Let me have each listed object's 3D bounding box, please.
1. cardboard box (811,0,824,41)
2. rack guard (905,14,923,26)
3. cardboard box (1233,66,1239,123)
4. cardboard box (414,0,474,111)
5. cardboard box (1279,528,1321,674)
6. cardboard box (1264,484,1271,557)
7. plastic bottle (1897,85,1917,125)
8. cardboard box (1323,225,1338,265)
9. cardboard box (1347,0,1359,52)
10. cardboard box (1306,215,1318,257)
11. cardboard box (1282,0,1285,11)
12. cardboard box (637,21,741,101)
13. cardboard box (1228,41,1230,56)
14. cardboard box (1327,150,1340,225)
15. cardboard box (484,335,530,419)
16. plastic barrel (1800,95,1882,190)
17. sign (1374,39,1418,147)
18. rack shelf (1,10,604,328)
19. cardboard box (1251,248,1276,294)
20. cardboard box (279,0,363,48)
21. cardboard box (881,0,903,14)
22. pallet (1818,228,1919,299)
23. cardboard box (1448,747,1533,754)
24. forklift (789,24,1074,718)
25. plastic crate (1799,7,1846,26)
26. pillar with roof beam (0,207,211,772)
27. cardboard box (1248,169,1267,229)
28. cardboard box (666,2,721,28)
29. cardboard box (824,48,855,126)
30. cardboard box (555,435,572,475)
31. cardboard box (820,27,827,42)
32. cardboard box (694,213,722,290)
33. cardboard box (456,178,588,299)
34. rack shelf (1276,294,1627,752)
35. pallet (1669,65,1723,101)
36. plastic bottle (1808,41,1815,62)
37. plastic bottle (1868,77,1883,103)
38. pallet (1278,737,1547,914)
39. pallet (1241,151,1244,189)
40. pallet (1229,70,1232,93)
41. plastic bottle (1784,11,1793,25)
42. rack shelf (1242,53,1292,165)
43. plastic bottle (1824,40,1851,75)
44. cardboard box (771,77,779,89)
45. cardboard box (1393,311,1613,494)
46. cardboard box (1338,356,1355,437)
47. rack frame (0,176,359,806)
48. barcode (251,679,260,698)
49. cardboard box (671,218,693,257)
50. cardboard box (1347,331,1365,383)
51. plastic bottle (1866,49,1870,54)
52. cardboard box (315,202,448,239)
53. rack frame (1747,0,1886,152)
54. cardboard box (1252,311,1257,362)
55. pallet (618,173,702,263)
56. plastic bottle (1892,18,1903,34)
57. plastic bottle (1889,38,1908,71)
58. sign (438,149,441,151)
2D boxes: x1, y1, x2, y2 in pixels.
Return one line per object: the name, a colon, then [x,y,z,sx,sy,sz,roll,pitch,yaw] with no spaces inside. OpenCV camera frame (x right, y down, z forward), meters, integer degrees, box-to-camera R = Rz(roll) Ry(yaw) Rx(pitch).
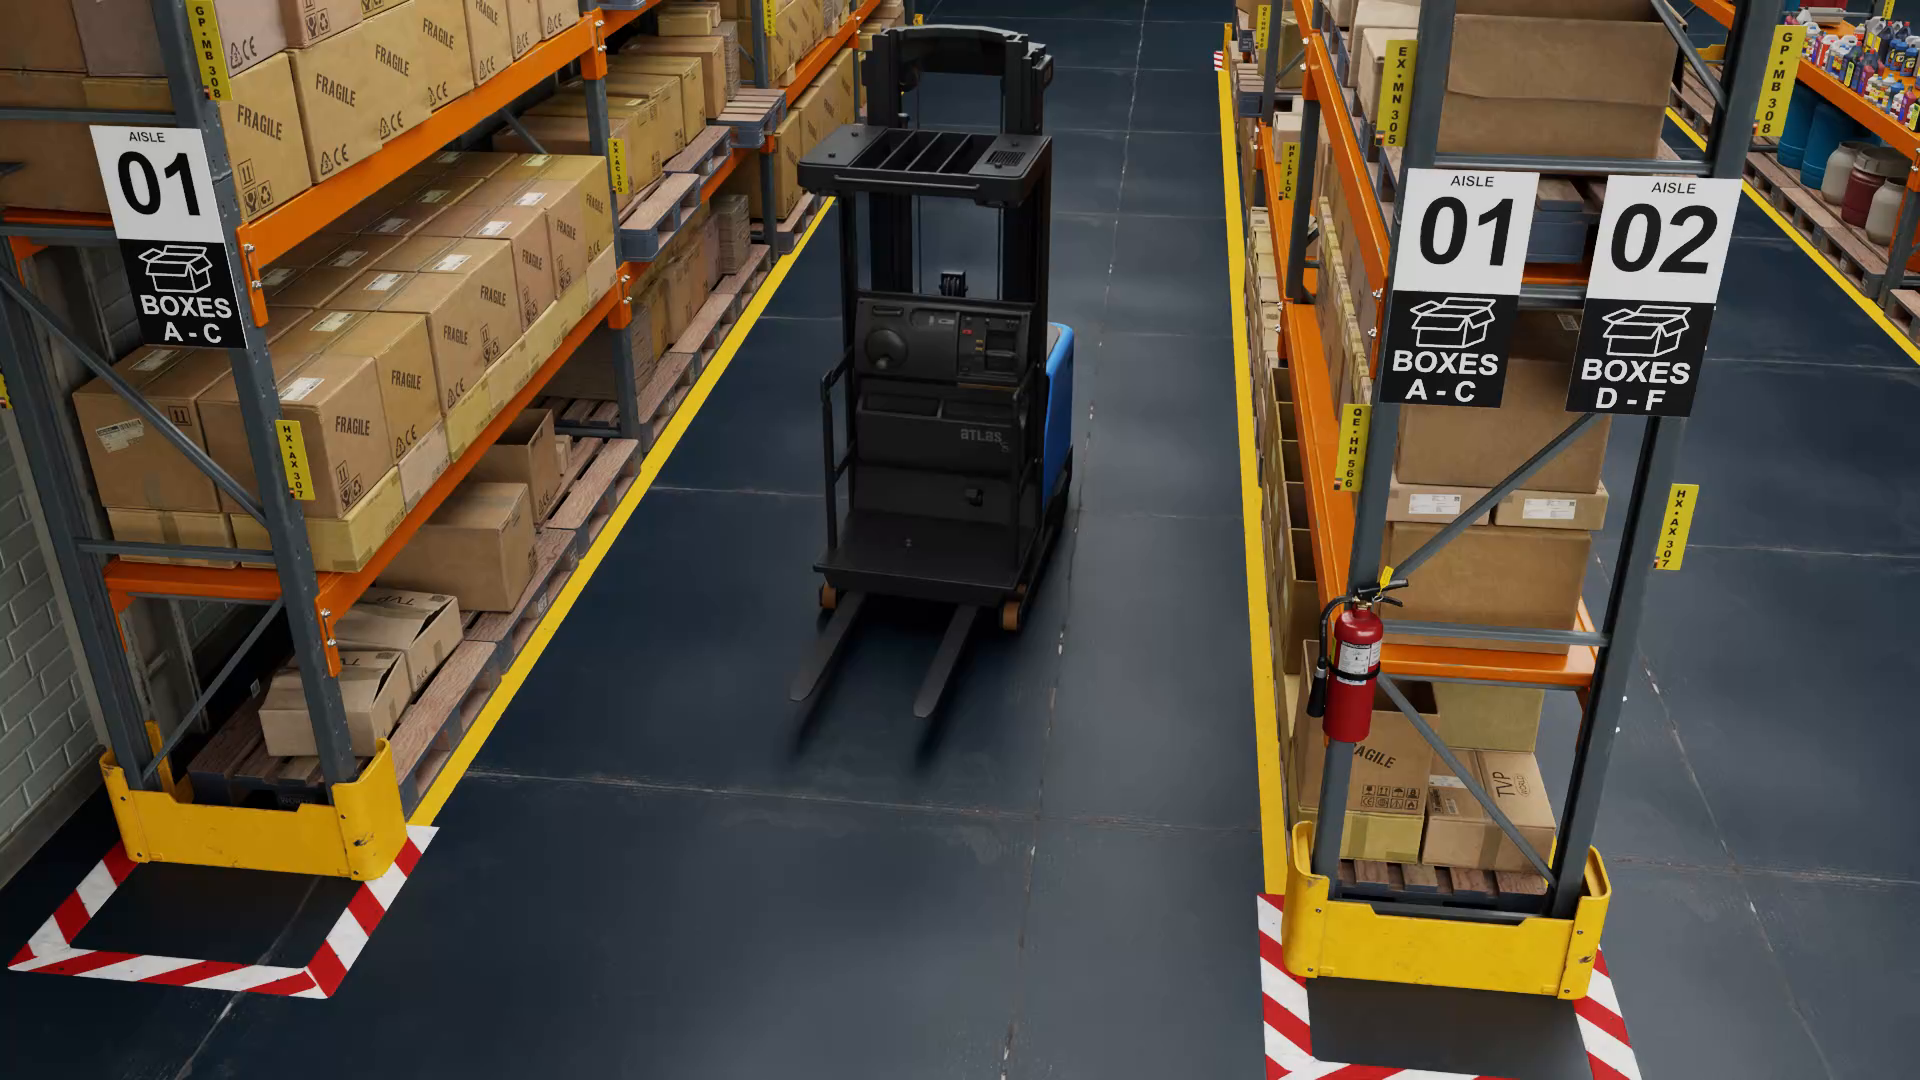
cardboard box: [-1.547,-4.837,15.125,0.500,0.500,0.500,4,29,8]
rack guard: [-1.068,-6.391,21.085,1.175,0.500,0.348,3,28,6]
cardboard box: [3.144,-4.689,17.462,0.500,0.500,0.500,3,28,6]
cardboard box: [-2.537,-2.213,7.407,0.500,0.500,0.500,5,29,9]
cardboard box: [1.763,0.292,7.711,0.500,0.500,0.500,3,28,6]
cardboard box: [1.951,-0.084,9.199,0.500,0.250,0.500,3,28,6]
plastic bottle: [7.435,-3.411,13.041,0.061,0.283,0.133,3,28,6]
cardboard box: [2.090,-1.520,8.619,0.380,0.149,0.250,3,28,5]
cardboard box: [2.048,-2.390,7.161,0.797,0.503,0.637,6,29,12]
cardboard box: [2.301,-1.910,10.275,0.396,0.266,0.258,3,28,5]
cardboard box: [3.200,-4.704,14.771,0.700,0.500,0.500,-4,29,-7]
cardboard box: [-2.099,-3.730,12.941,0.700,0.500,0.500,0,28,0]
cardboard box: [3.453,-5.955,20.183,0.380,0.149,0.250,3,28,6]
cardboard box: [2.327,-1.951,8.735,0.700,0.500,0.500,3,29,6]
cardboard box: [-2.475,-0.825,8.255,0.500,0.250,0.500,4,29,7]
plastic barrel: [8.101,-3.694,15.213,0.600,0.901,0.708,3,28,6]
sign: [1.348,-1.376,5.128,0.100,0.325,0.005,3,28,6]
rack shelf: [-2.787,-1.894,7.698,1.077,0.370,4.000,3,28,6]
cardboard box: [2.389,-1.932,12.038,0.500,0.311,0.500,3,28,5]
cardboard box: [-2.632,-2.162,6.258,0.500,0.500,0.500,3,28,6]
cardboard box: [-0.893,-6.443,20.056,0.380,0.149,0.250,3,28,6]
pallet: [7.836,-2.284,13.767,1.003,0.211,1.213,3,28,6]
cardboard box: [2.229,0.888,7.395,0.500,0.250,0.500,3,28,6]
forklift: [-0.141,-1.002,8.520,1.130,2.935,3.031,6,29,11]
plastic crate: [8.470,-5.142,16.347,0.396,0.136,0.243,3,28,6]
pillar with roof beam: [0.468,-2.719,5.309,9.100,9.000,0.400,3,28,6]
cardboard box: [2.747,-2.975,14.281,0.500,0.500,0.500,4,29,8]
cardboard box: [-2.064,-4.073,12.895,0.380,0.149,0.250,0,28,0]
cardboard box: [-1.512,-4.522,16.804,0.750,0.750,0.750,4,29,7]
cardboard box: [-2.577,-0.524,10.083,0.380,0.166,0.250,0,28,0]
cardboard box: [-1.476,-4.841,15.817,0.380,0.149,0.250,3,28,6]
cardboard box: [-2.266,-2.230,12.898,0.700,0.500,0.500,3,28,6]
cardboard box: [-2.348,-1.628,8.956,0.500,0.500,0.500,3,28,6]
rack shelf: [2.130,-0.287,7.878,1.077,0.370,4.000,3,28,6]
pallet: [8.622,-5.290,19.347,1.003,0.211,1.213,3,28,6]
plastic bottle: [7.726,-4.421,15.003,0.097,0.201,0.097,0,28,0]
plastic bottle: [7.539,-3.703,13.670,0.097,0.201,0.097,0,28,0]
pallet: [1.937,1.203,7.294,1.003,0.211,1.213,3,28,6]
pallet: [3.293,-3.698,16.392,1.003,0.211,1.213,3,28,6]
pallet: [3.739,-5.555,19.838,1.003,0.211,1.213,3,28,6]
plastic bottle: [7.803,-4.822,15.661,0.061,0.283,0.133,3,28,6]
rack shelf: [3.110,-4.053,14.868,1.077,0.370,4.000,3,28,6]
plastic bottle: [7.694,-4.226,14.562,0.152,0.276,0.135,3,28,6]
cardboard box: [-1.742,-3.872,14.018,0.380,0.149,0.250,4,29,7]
cardboard box: [1.961,-0.521,6.082,0.700,0.500,0.500,3,29,6]
cardboard box: [2.142,-0.654,7.696,0.700,0.500,0.500,4,29,8]
rack frame: [-3.032,0.052,6.491,1.000,3.000,0.127,3,28,6]
barcode: [-3.252,0.686,7.676,0.001,0.075,0.075,3,28,6]
cardboard box: [-2.278,-2.288,12.216,0.500,0.250,0.500,3,28,6]
cardboard box: [1.900,-0.792,7.269,0.380,0.149,0.250,4,29,8]
plastic bottle: [7.772,-4.071,14.279,0.097,0.271,0.097,0,28,0]
cardboard box: [-2.940,-1.417,8.565,0.500,0.500,0.500,4,29,8]
rack frame: [8.271,-5.021,15.908,1.000,3.000,0.127,3,28,6]
cardboard box: [2.328,-1.450,11.735,0.500,0.250,0.500,4,29,7]
pallet: [-2.304,-2.098,10.684,1.003,0.211,1.213,3,28,6]
plastic bottle: [8.483,-4.548,15.081,0.144,0.351,0.185,3,28,6]
plastic bottle: [8.294,-4.286,14.679,0.097,0.271,0.097,0,28,0]
sign: [-3.093,-2.371,9.768,0.100,0.325,0.005,3,28,6]
